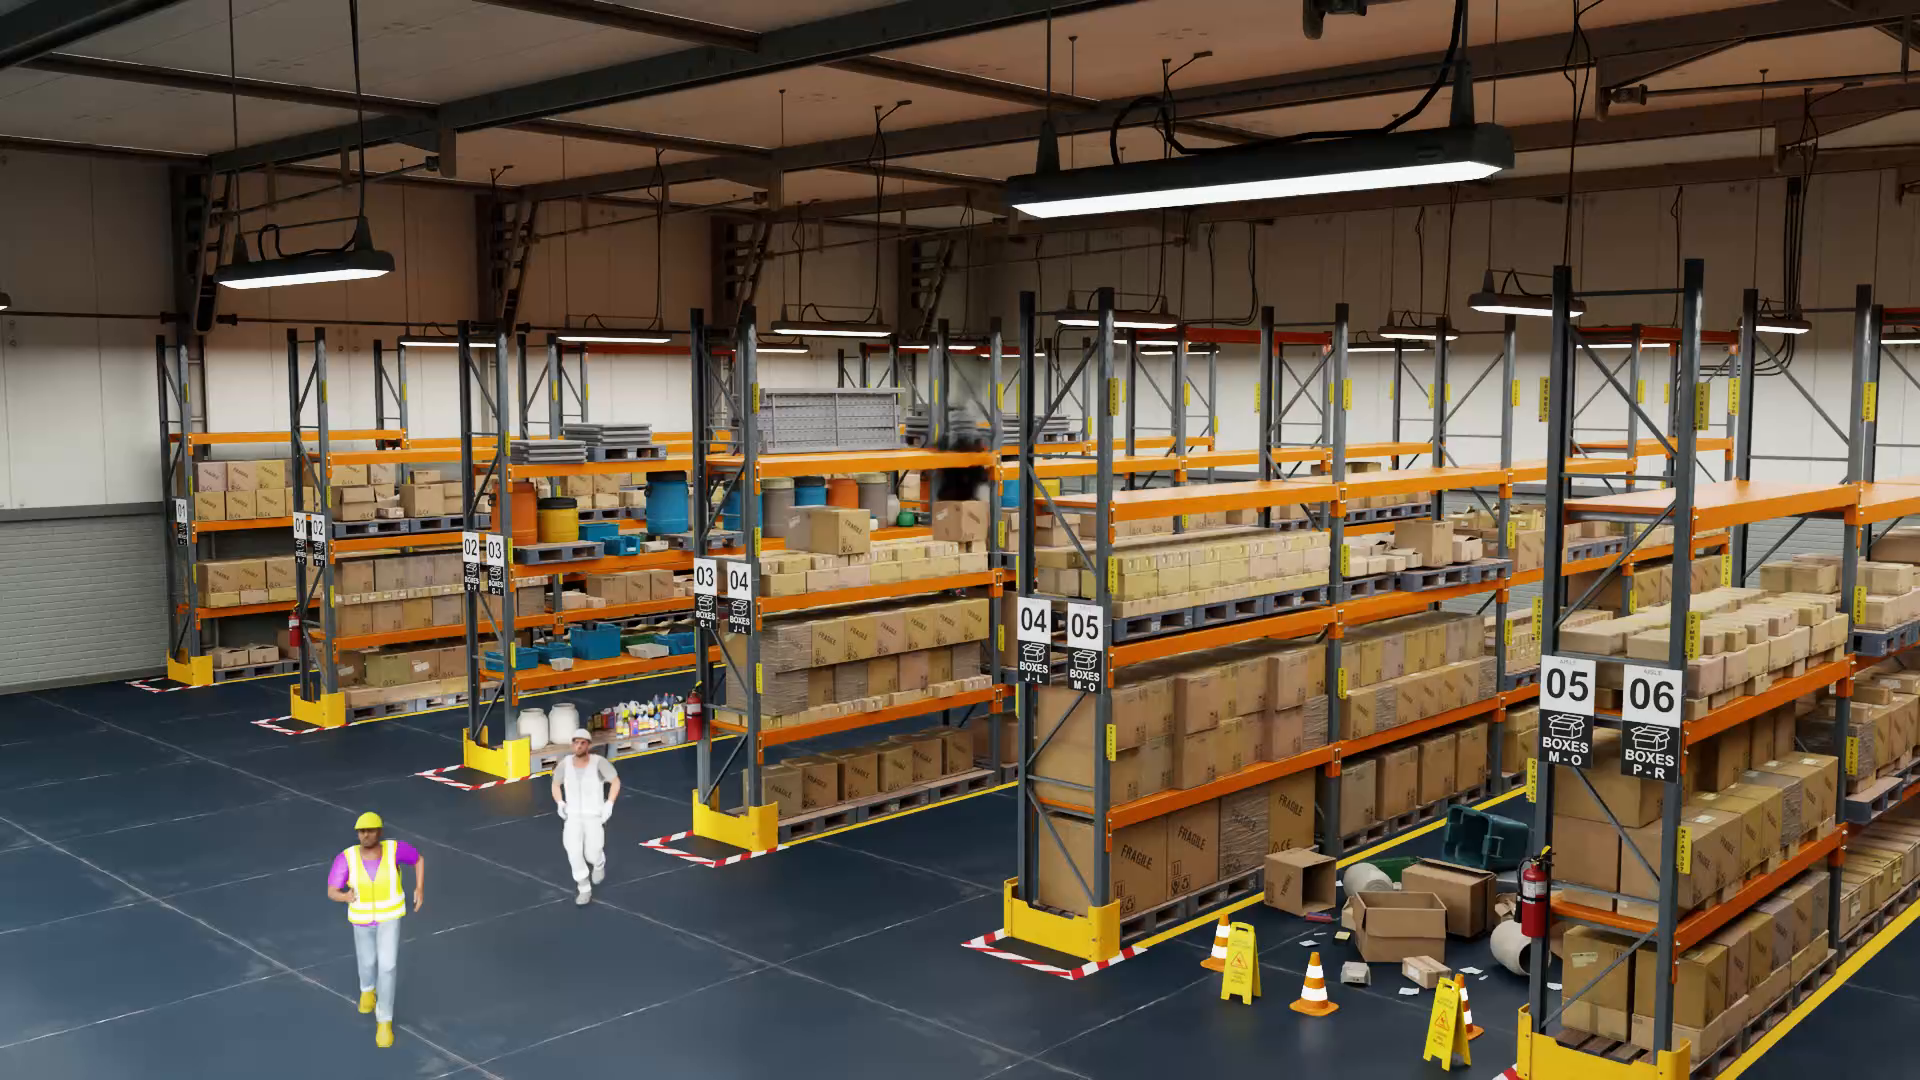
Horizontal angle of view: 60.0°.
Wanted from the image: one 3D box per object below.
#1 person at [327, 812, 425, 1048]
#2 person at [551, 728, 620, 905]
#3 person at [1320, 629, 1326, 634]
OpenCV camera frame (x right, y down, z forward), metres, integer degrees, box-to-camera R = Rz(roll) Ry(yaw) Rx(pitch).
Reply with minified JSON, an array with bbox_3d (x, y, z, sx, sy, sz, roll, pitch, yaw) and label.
[{"bbox_3d":[-4.656,3.041,13.300,0.711,1.812,0.911,-1,5,-12],"label":"person"},{"bbox_3d":[-3.762,2.731,16.664,0.662,1.735,0.635,0,5,-2],"label":"person"},{"bbox_3d":[5.633,1.951,24.894,0.630,1.790,0.950,5,7,40],"label":"person"}]
